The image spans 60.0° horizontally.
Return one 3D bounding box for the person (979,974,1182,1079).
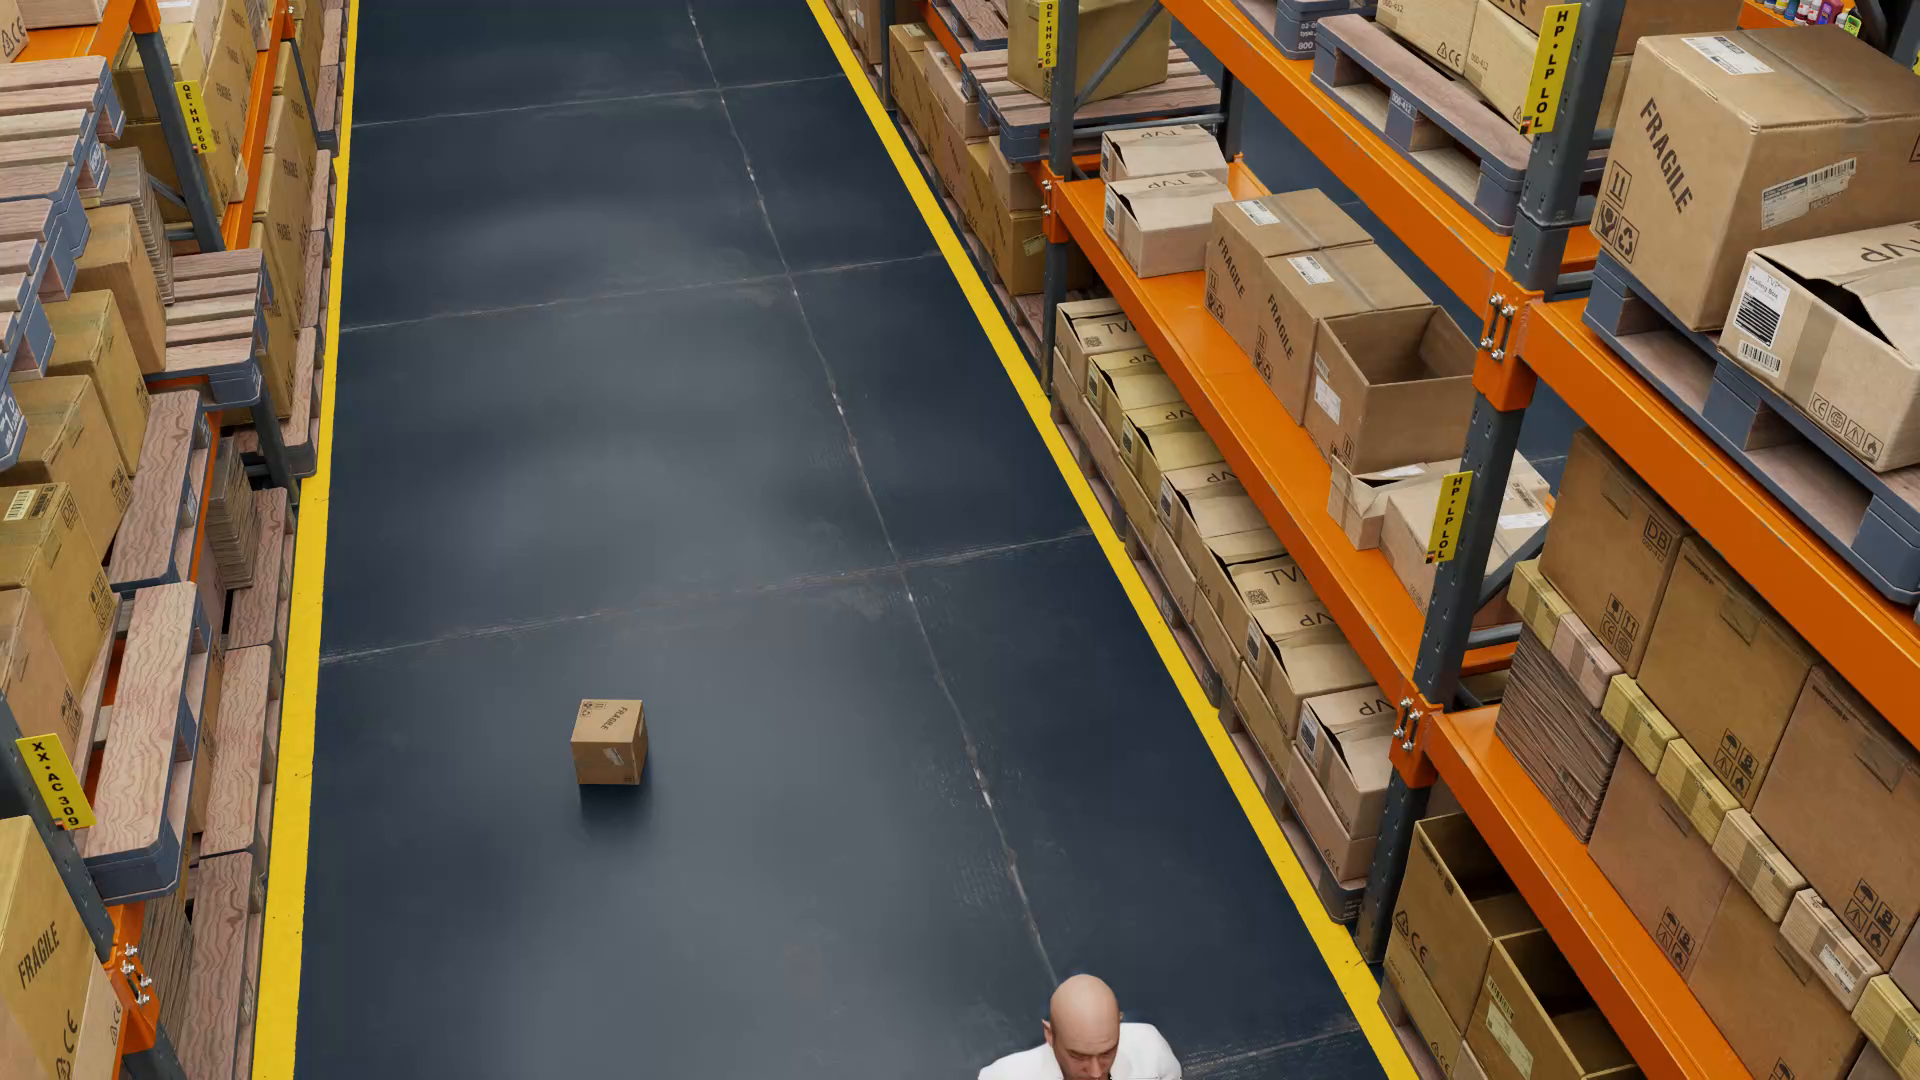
[{"bbox_3d":[0.359,1.824,4.347,0.587,1.720,1.078,-14,40,-17],"label":"person"}]
